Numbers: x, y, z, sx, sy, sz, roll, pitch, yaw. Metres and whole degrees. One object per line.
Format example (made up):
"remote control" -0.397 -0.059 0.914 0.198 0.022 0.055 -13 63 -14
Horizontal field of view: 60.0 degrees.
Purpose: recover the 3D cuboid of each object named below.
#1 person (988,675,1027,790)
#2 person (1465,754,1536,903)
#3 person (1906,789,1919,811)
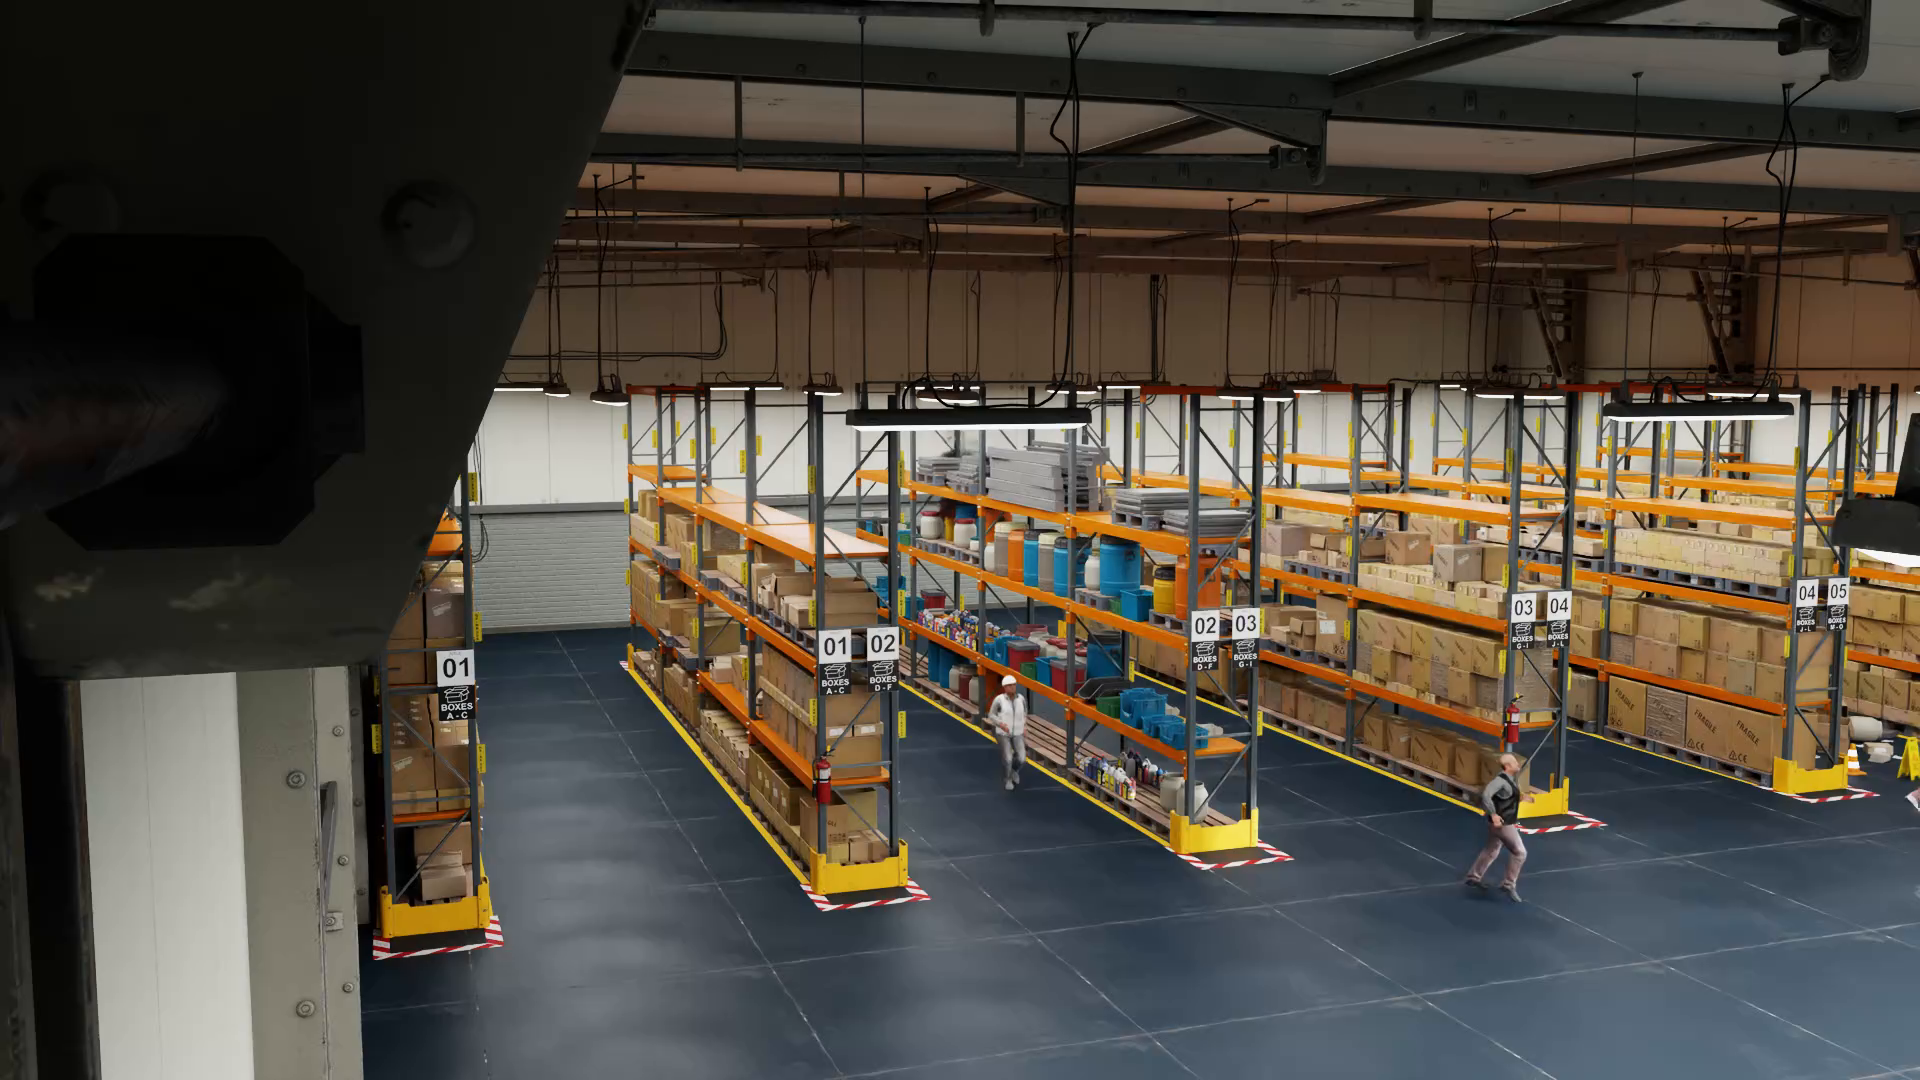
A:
"person" 0.757 2.893 24.939 0.662 1.734 0.568 -2 6 -17
"person" 6.483 3.426 19.919 0.777 1.772 0.648 2 6 15
"person" 13.702 3.116 23.192 0.822 1.633 0.593 2 6 23
